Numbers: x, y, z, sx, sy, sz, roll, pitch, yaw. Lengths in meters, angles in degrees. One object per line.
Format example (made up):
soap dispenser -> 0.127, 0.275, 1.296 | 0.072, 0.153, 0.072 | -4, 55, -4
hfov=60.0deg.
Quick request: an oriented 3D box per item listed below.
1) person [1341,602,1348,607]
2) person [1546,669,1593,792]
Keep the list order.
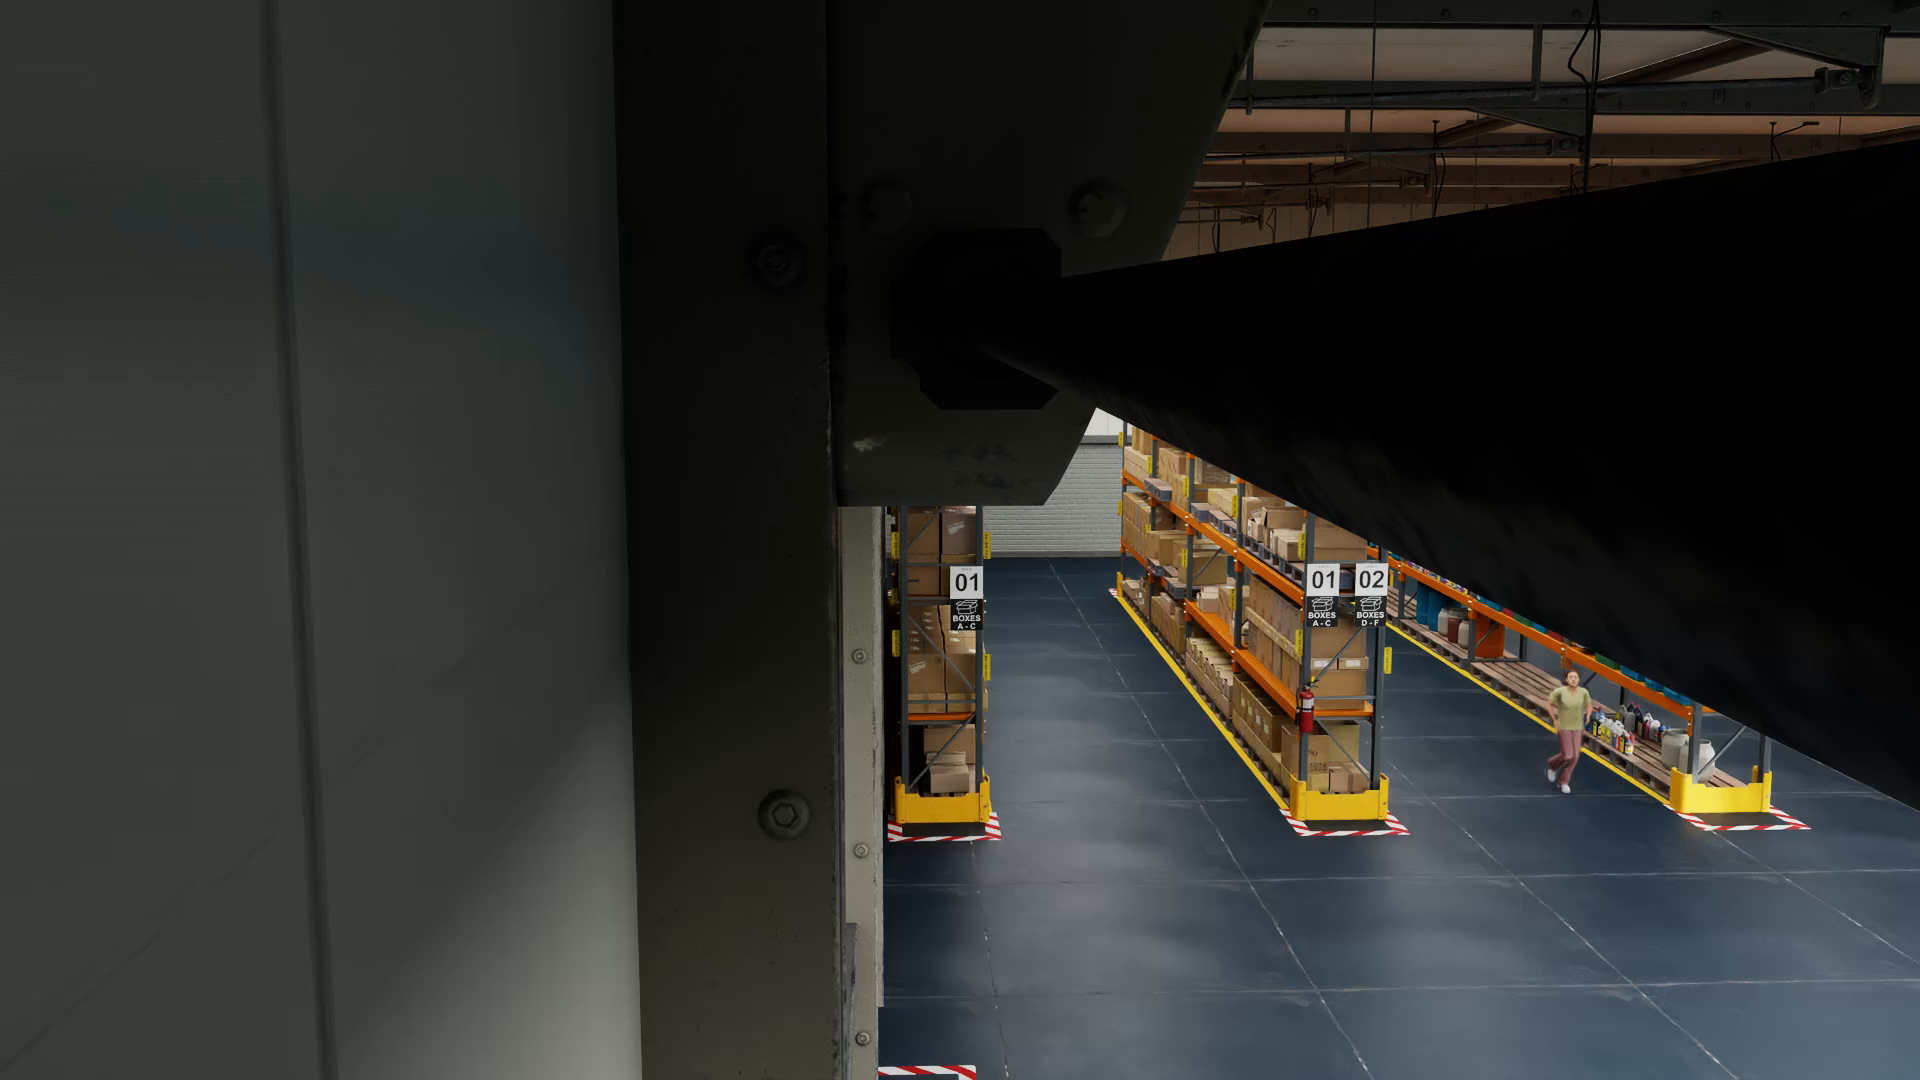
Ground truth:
person -> 6.331, 1.598, 28.100 | 0.579, 1.627, 0.639 | -1, 8, -5
person -> 7.989, 2.483, 21.764 | 0.569, 1.637, 0.565 | 0, 8, 1
